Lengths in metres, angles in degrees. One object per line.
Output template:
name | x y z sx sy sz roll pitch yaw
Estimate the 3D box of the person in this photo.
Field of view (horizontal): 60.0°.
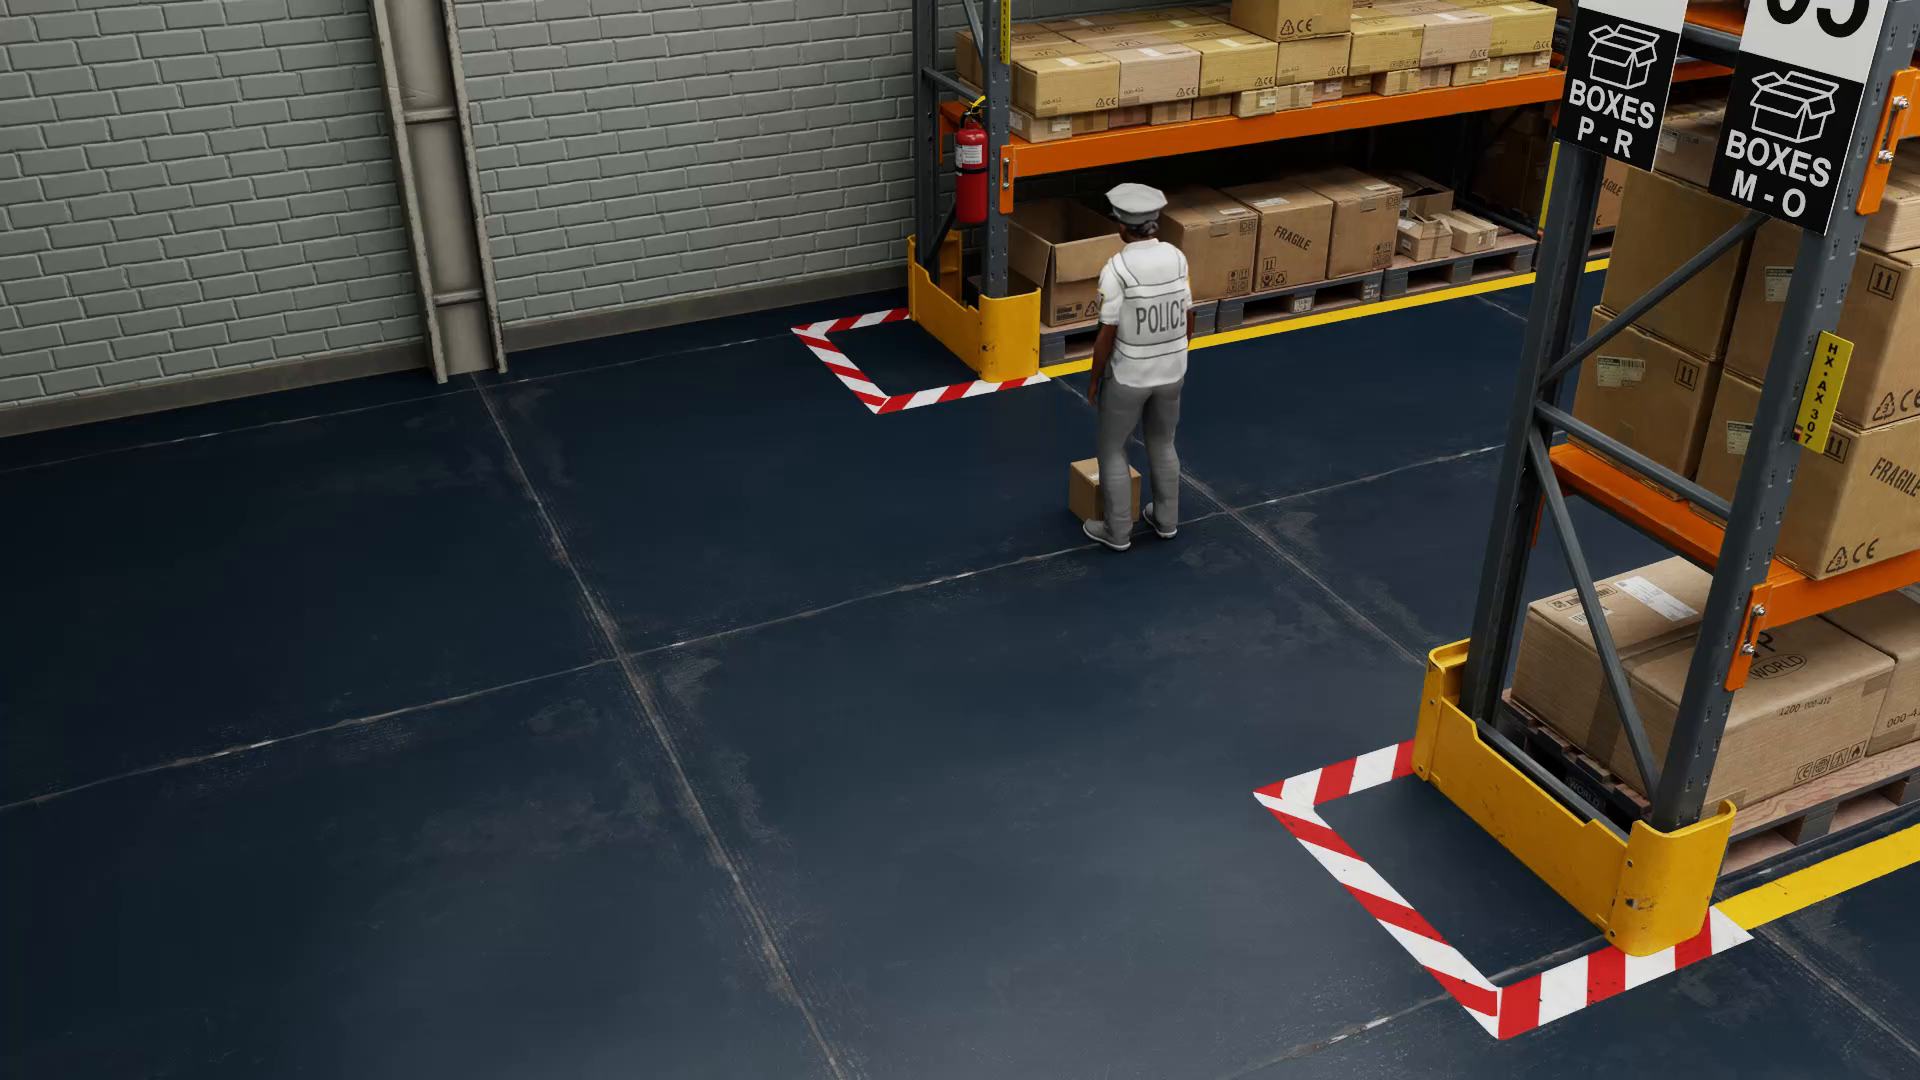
person | 0.805 -0.742 7.433 0.508 1.659 0.395 -13 32 -22
